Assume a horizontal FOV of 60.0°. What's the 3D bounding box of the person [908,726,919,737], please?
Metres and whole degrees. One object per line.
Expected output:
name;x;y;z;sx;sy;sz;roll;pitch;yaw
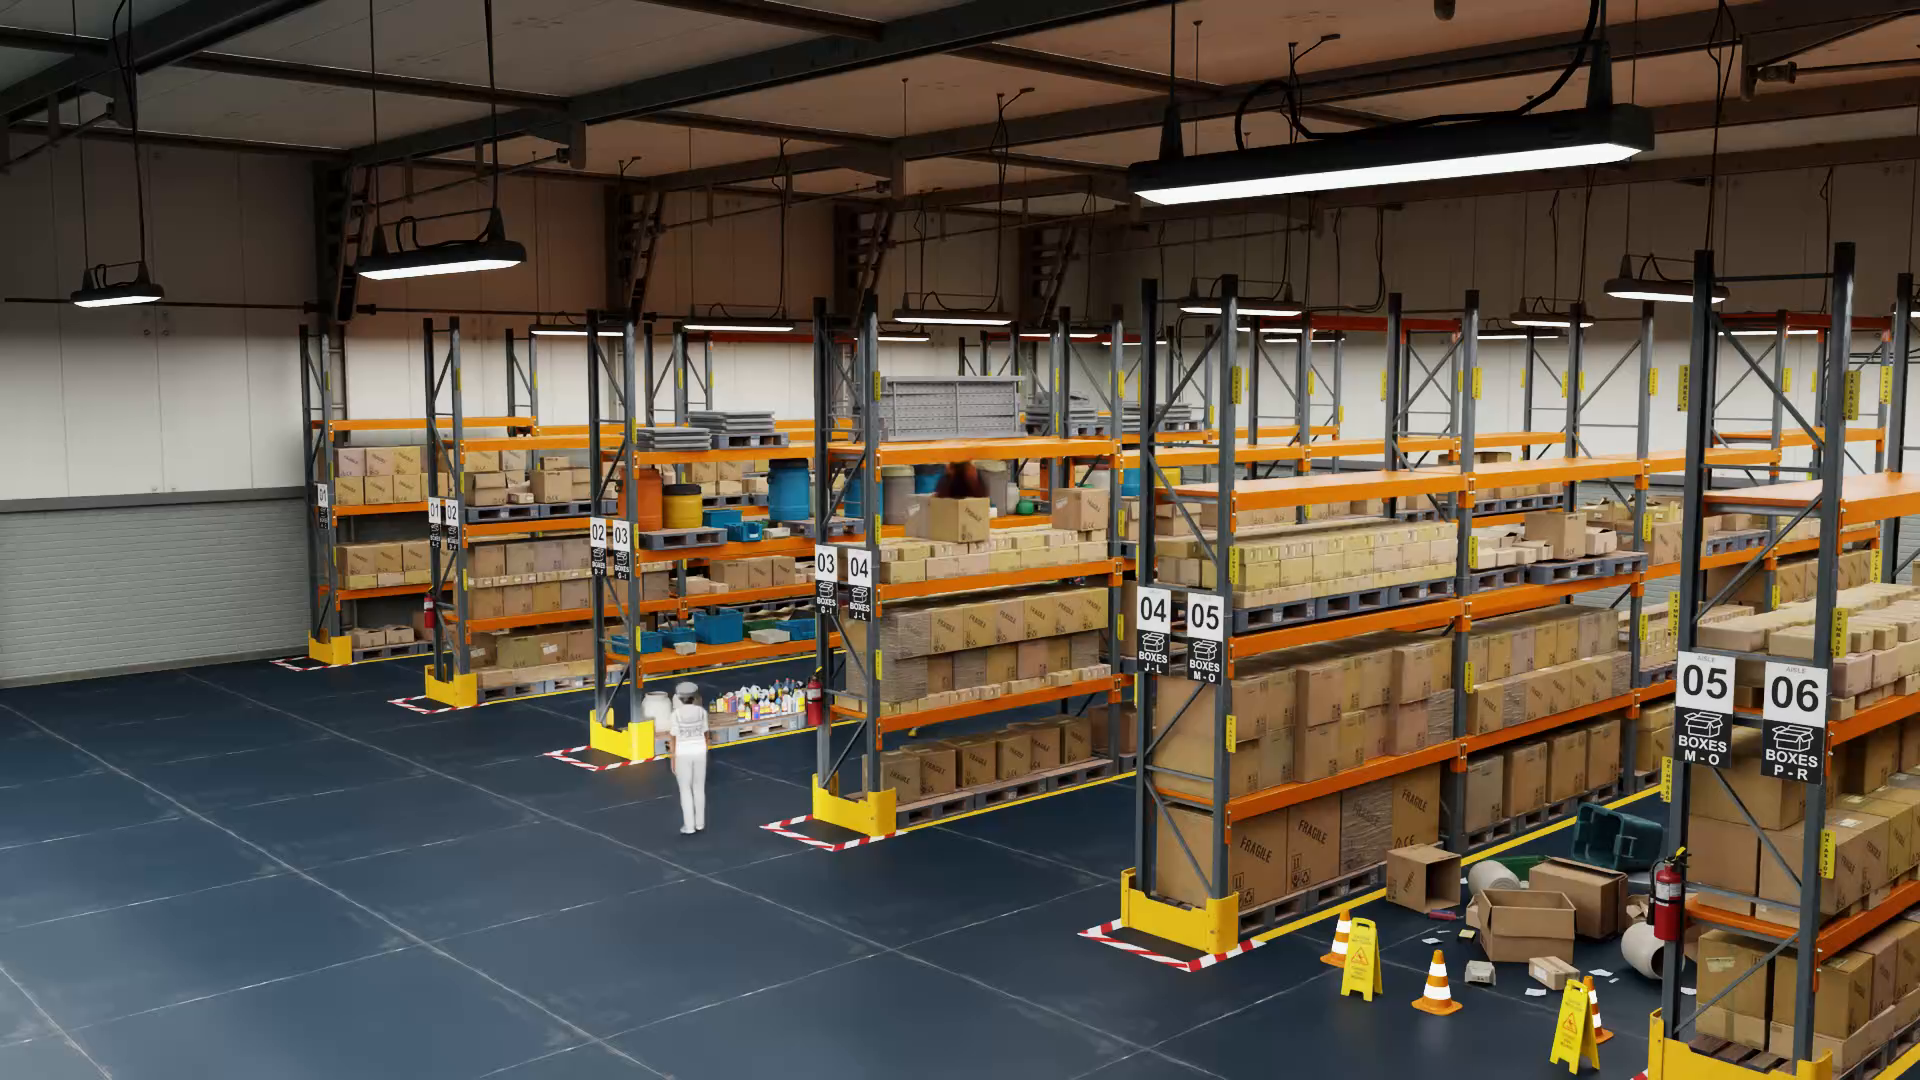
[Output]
person;-0.666;1.905;23.723;0.618;1.730;0.734;2;6;21

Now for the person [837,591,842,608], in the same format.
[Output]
person;-2.393;0.796;34.836;0.983;1.756;0.723;-5;8;-40

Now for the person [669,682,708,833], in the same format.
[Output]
person;-3.053;2.447;18.651;0.446;1.682;0.387;-3;7;-30
